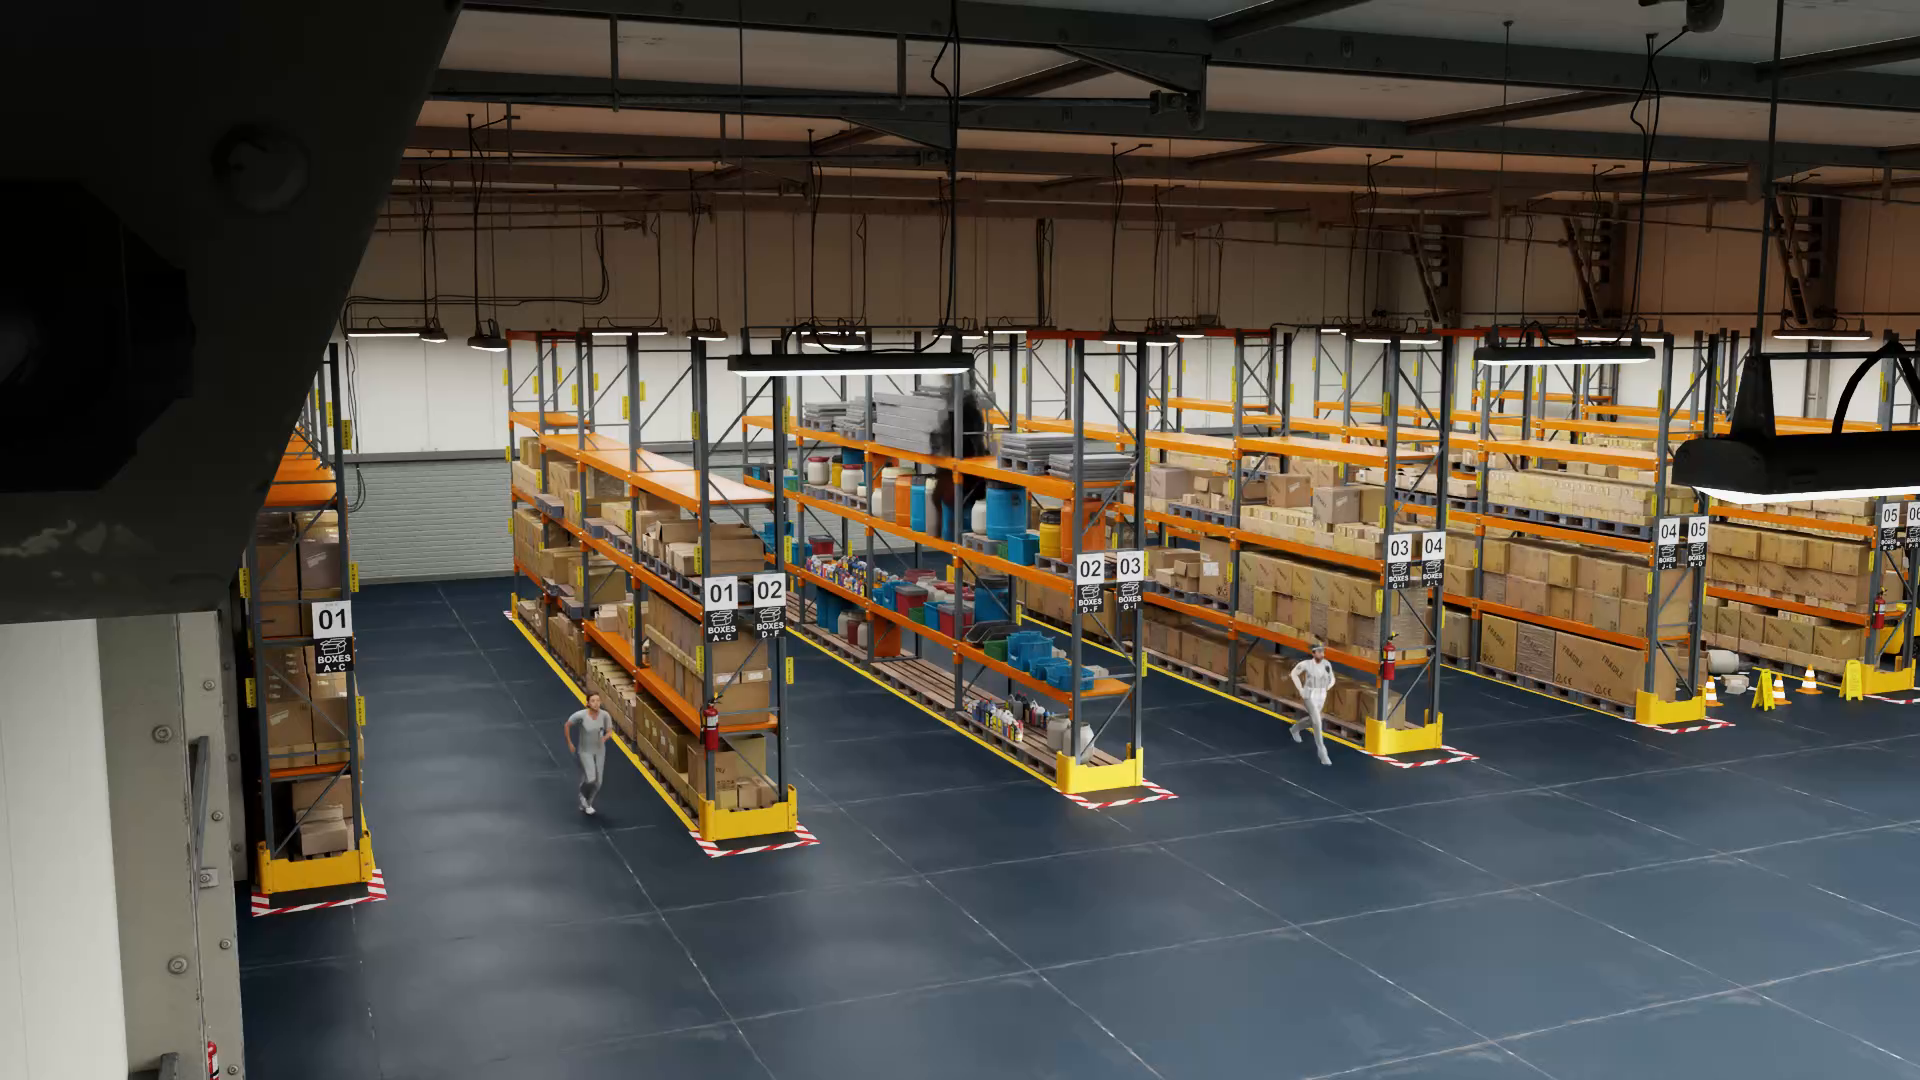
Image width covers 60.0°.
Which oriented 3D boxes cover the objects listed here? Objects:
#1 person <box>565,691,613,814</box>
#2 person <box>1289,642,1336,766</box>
[{"bbox_3d":[-4.633,2.685,20.916,0.557,1.602,0.635,-5,9,-31],"label":"person"},{"bbox_3d":[5.068,2.284,23.784,0.568,1.740,1.004,-4,9,-28],"label":"person"}]
